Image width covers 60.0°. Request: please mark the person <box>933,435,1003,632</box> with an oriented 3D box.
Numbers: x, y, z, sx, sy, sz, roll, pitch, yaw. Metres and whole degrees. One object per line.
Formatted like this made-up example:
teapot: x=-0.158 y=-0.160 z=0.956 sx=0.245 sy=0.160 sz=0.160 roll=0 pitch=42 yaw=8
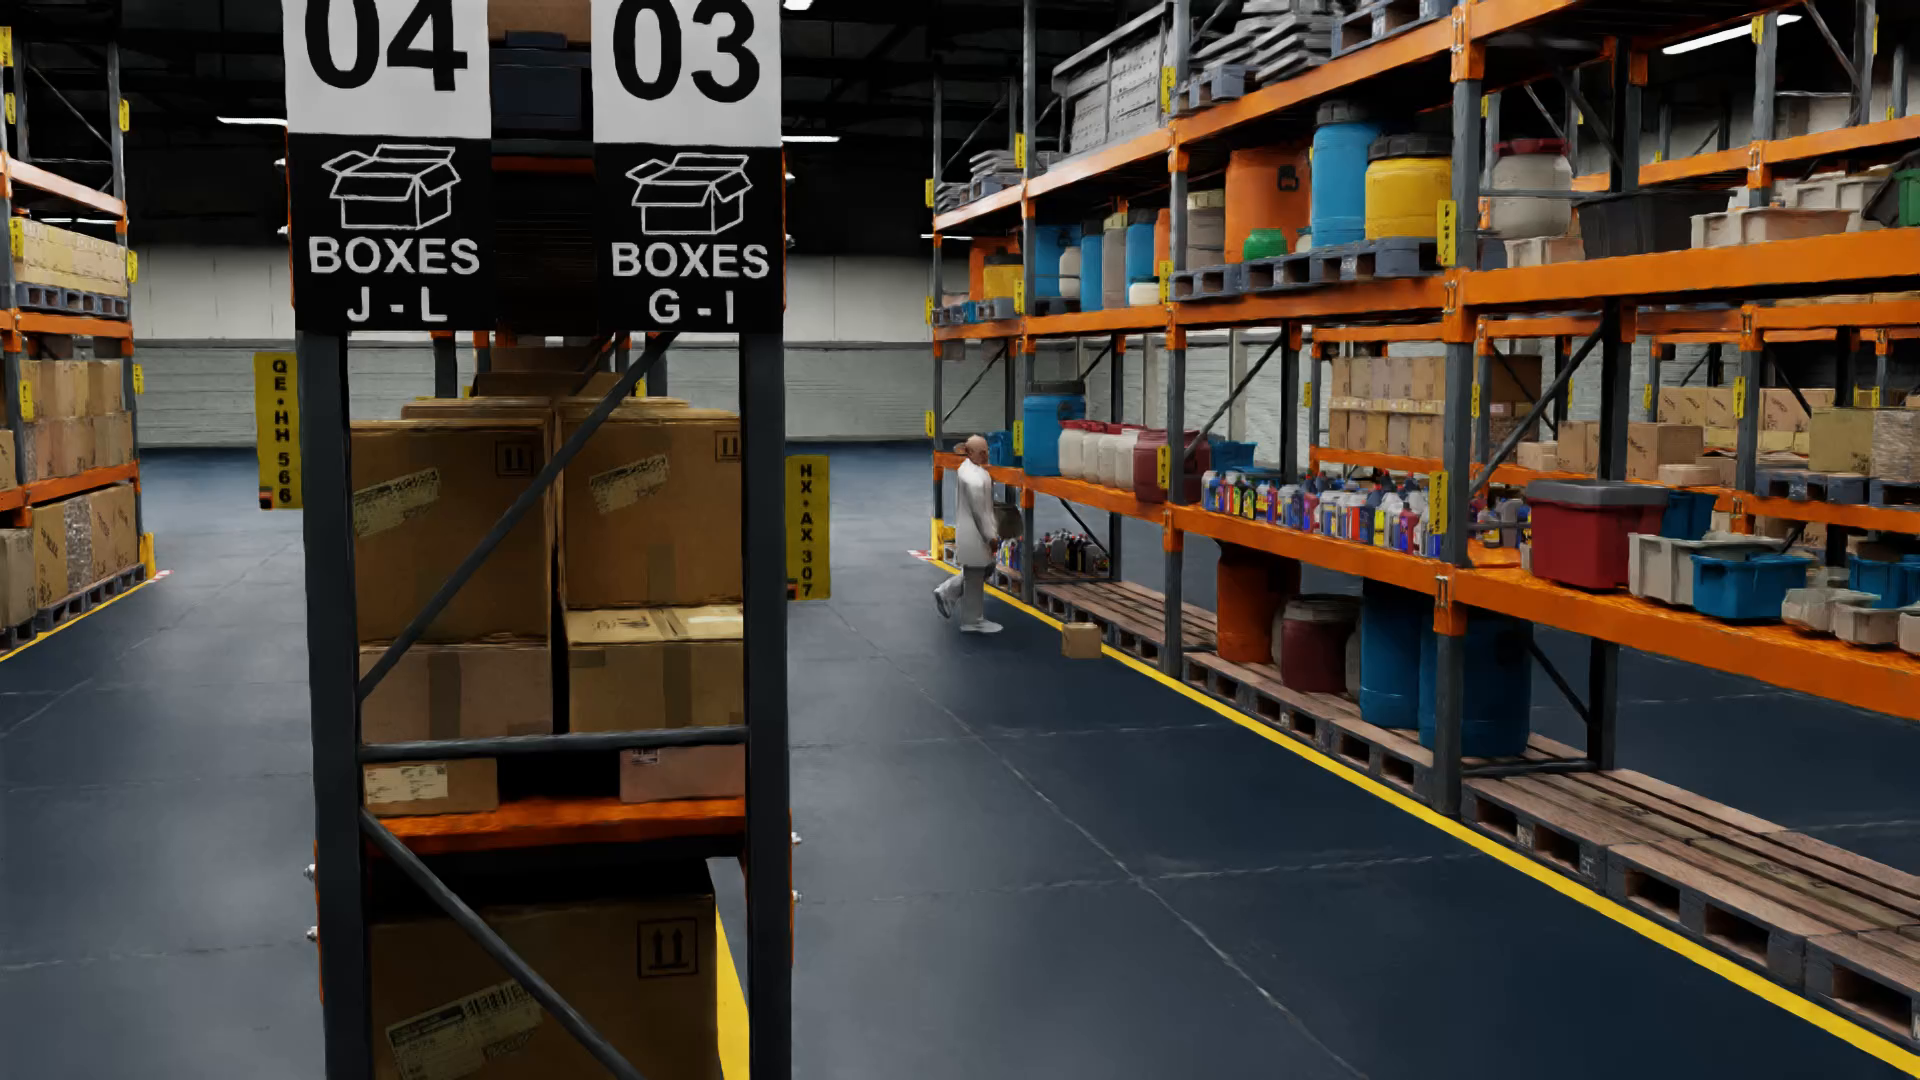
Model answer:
person: x=0.094 y=-0.045 z=14.389 sx=0.607 sy=1.742 sz=0.740 roll=-1 pitch=6 yaw=-8
